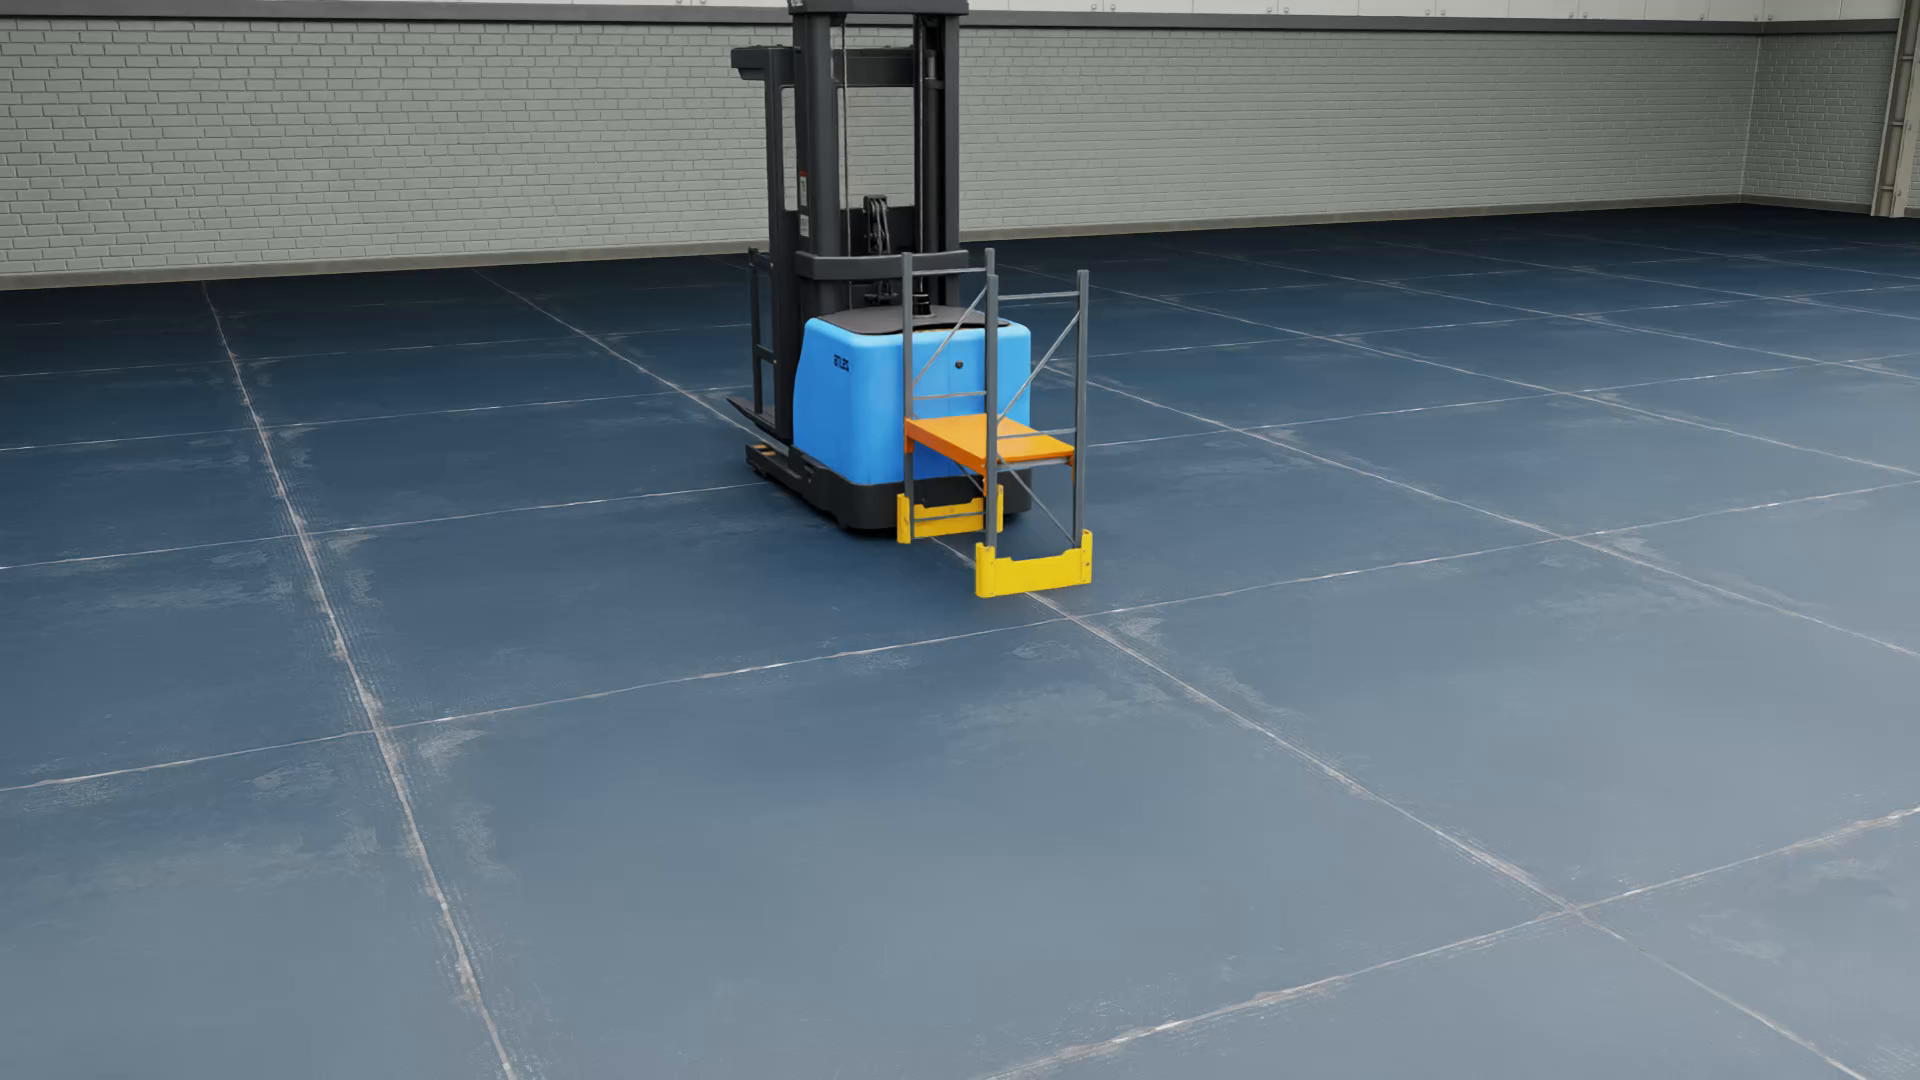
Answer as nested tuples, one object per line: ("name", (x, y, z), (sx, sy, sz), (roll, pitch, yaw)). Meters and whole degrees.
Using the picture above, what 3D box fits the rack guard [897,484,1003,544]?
("rack guard", (-0.050, -0.139, 8.782), (0.587, 0.250, 0.087), (-7, 17, -23))

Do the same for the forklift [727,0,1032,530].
("forklift", (-0.667, -1.824, 9.794), (1.130, 2.935, 3.031), (-7, 17, -23))

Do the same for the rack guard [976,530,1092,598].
("rack guard", (0.354, 0.112, 7.906), (0.587, 0.250, 0.087), (-7, 17, -23))

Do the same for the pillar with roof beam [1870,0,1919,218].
("pillar with roof beam", (11.315, -9.108, 24.176), (9.100, 9.000, 0.400), (-8, 18, -25))

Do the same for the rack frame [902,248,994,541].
("rack frame", (-0.058, -0.745, 8.626), (0.500, 1.500, 0.032), (-7, 17, -23))

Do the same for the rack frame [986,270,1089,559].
("rack frame", (0.354, -0.488, 7.733), (0.500, 1.500, 0.032), (-7, 17, -23))

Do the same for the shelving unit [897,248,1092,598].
("shelving unit", (0.152, -0.614, 8.172), (0.587, 1.500, 1.083), (-7, 17, -23))

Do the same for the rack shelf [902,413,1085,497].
("rack shelf", (0.148, -0.444, 8.229), (0.538, 0.185, 1.000), (-7, 17, -23))
